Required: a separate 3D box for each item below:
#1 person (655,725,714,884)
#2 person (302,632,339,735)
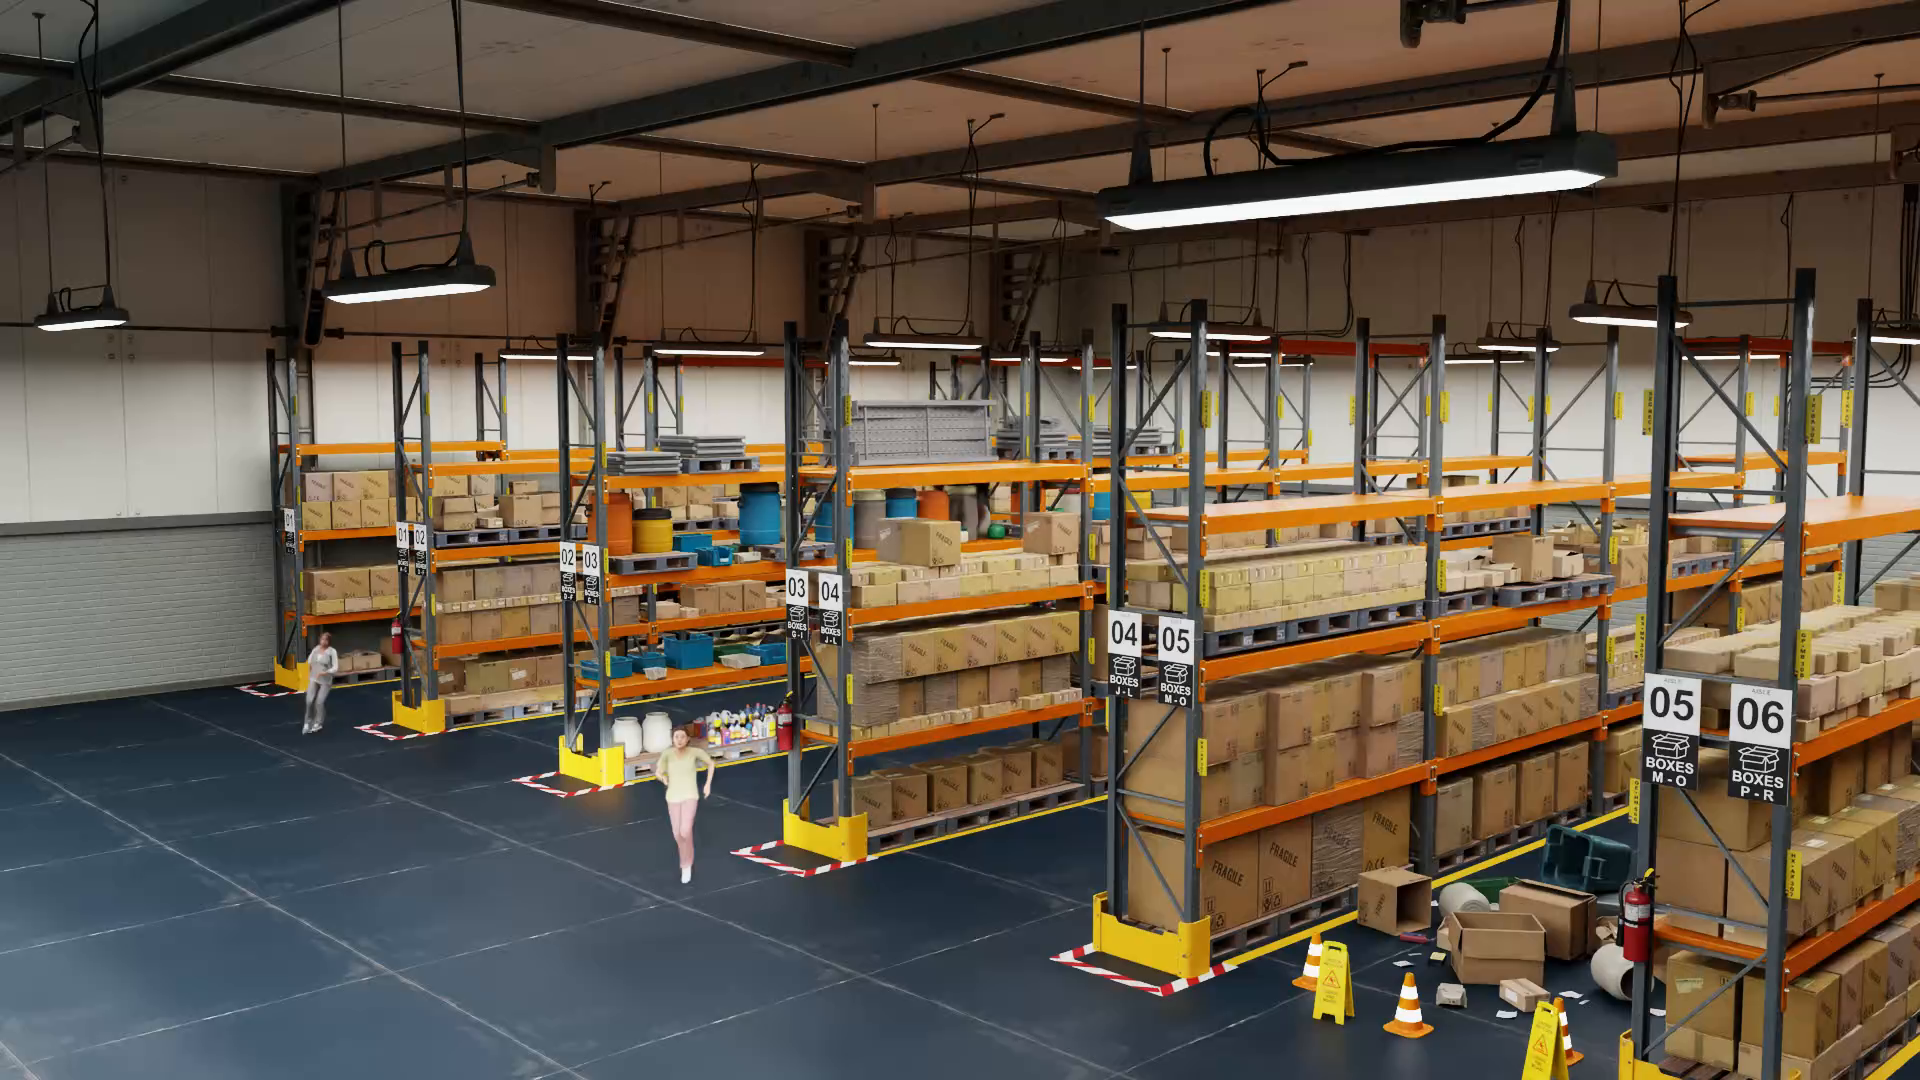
[{"bbox_3d":[-2.964,2.801,17.871,0.601,1.670,0.759,1,5,6],"label":"person"},{"bbox_3d":[-9.770,2.187,25.408,0.569,1.573,0.596,0,5,-5],"label":"person"}]
